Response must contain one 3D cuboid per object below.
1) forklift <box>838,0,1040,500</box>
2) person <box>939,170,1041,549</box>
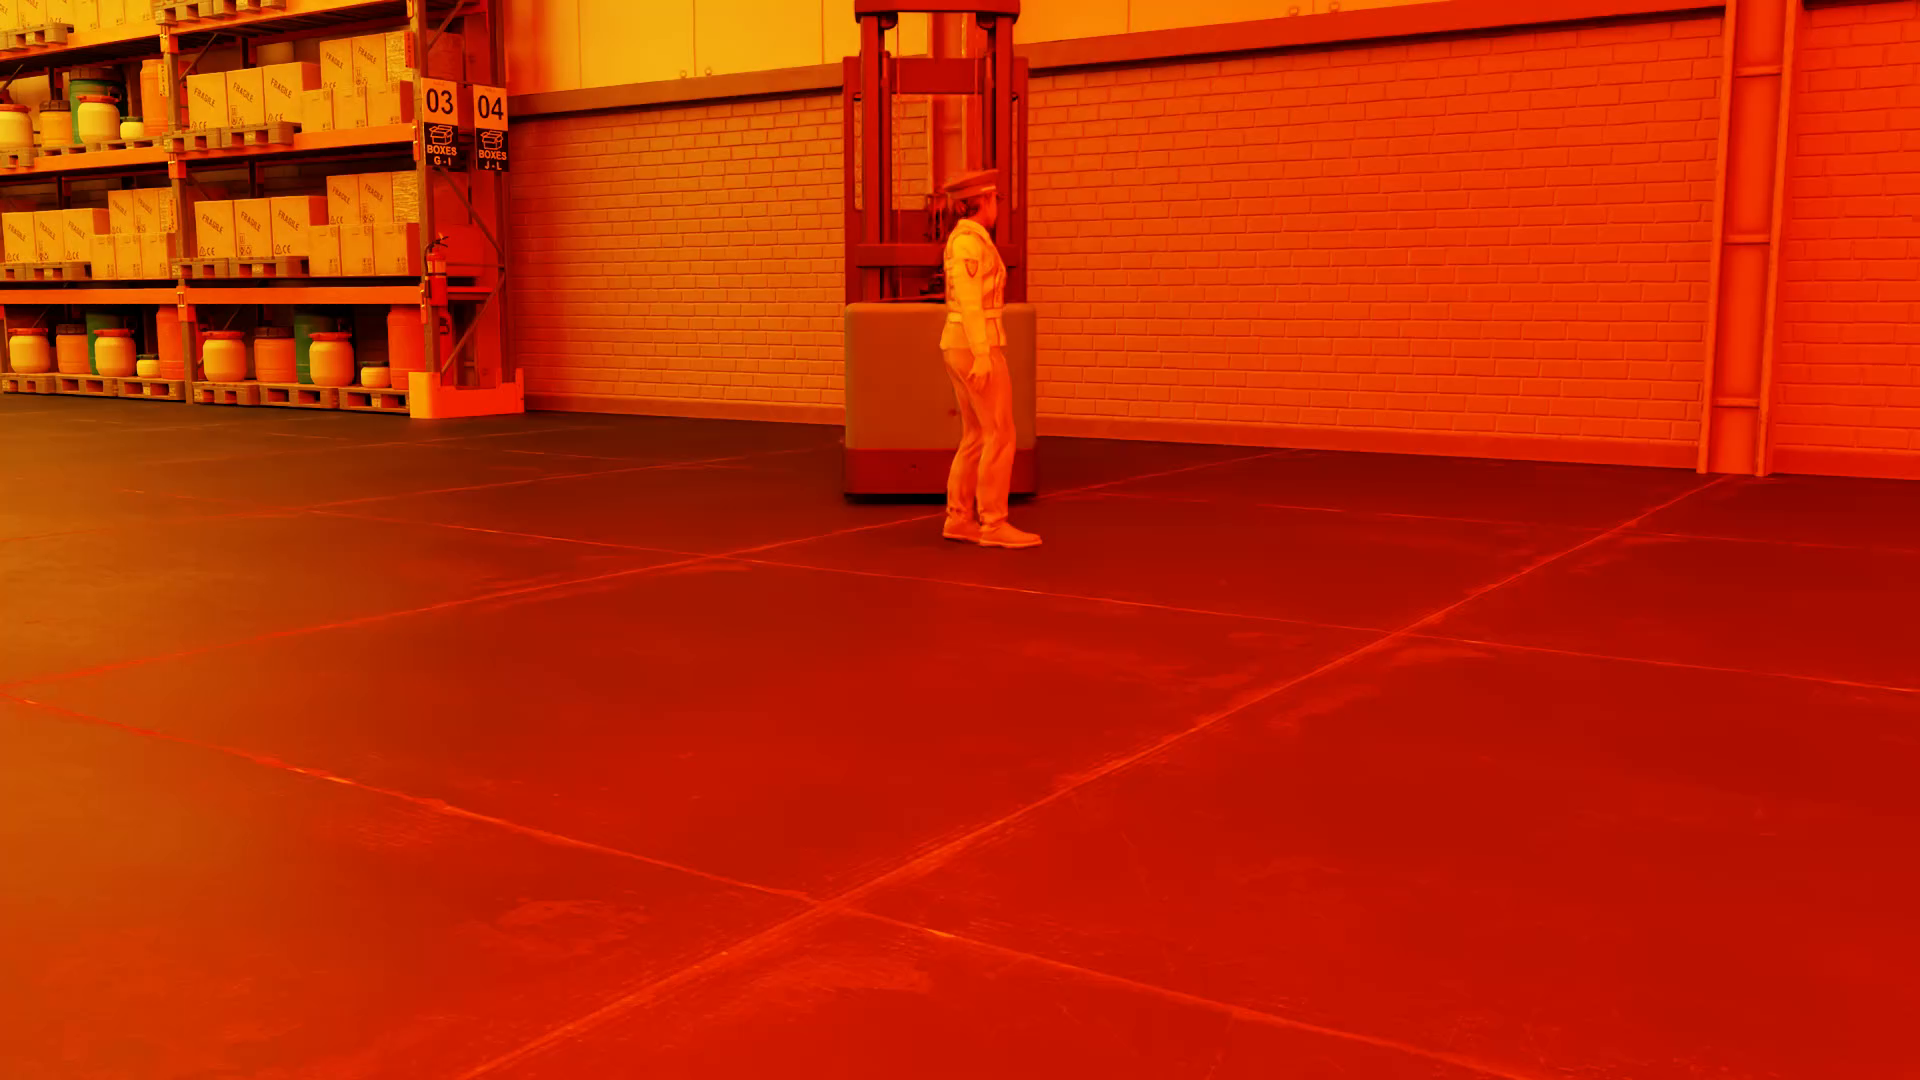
[{"bbox_3d":[-0.152,-1.840,10.135,1.130,2.935,3.031,0,8,-2],"label":"forklift"},{"bbox_3d":[0.119,-0.826,7.502,0.417,1.668,0.646,-1,8,-7],"label":"person"}]
